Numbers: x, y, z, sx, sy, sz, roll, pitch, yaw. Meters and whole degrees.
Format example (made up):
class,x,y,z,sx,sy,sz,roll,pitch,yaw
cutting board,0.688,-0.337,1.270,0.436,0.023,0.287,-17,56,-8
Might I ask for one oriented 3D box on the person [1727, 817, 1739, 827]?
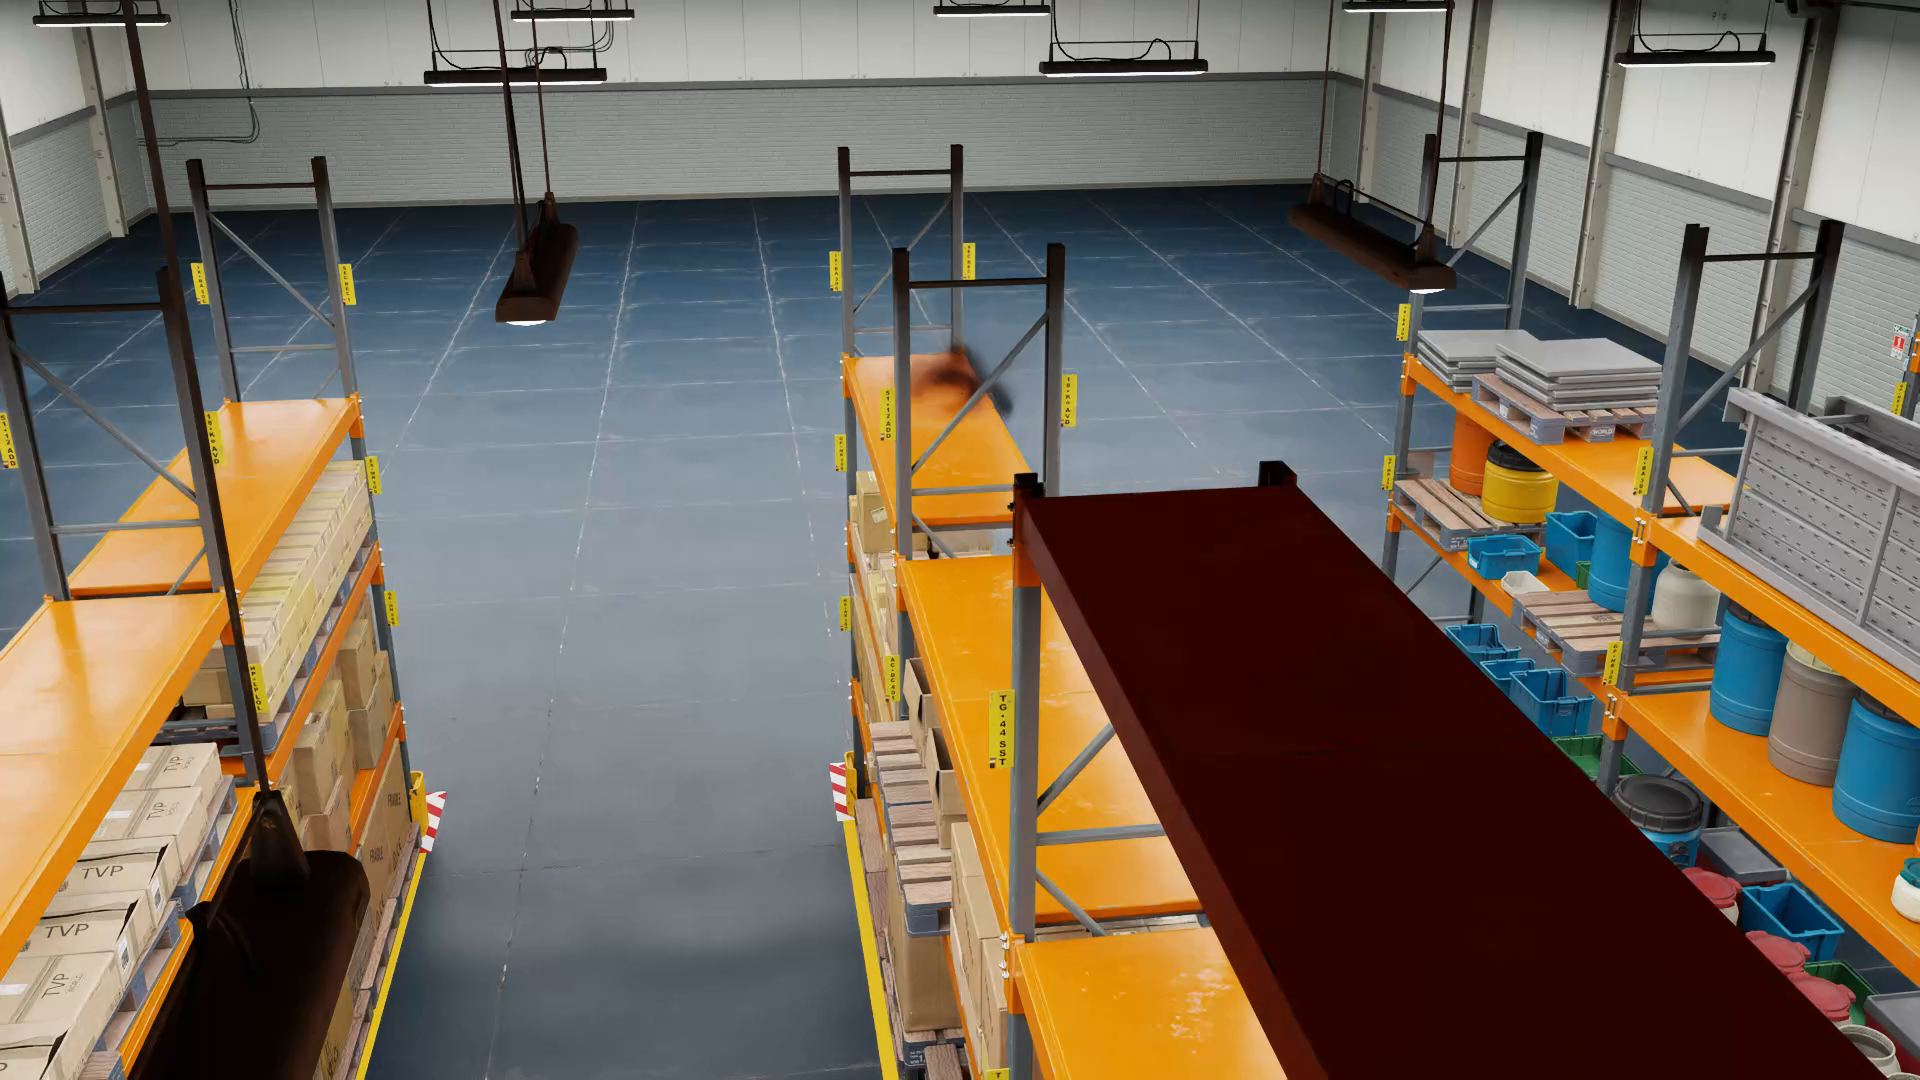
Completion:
class,x,y,z,sx,sy,sz,roll,pitch,yaw
person,6.554,2.206,13.727,0.686,1.735,0.605,-8,23,-20
